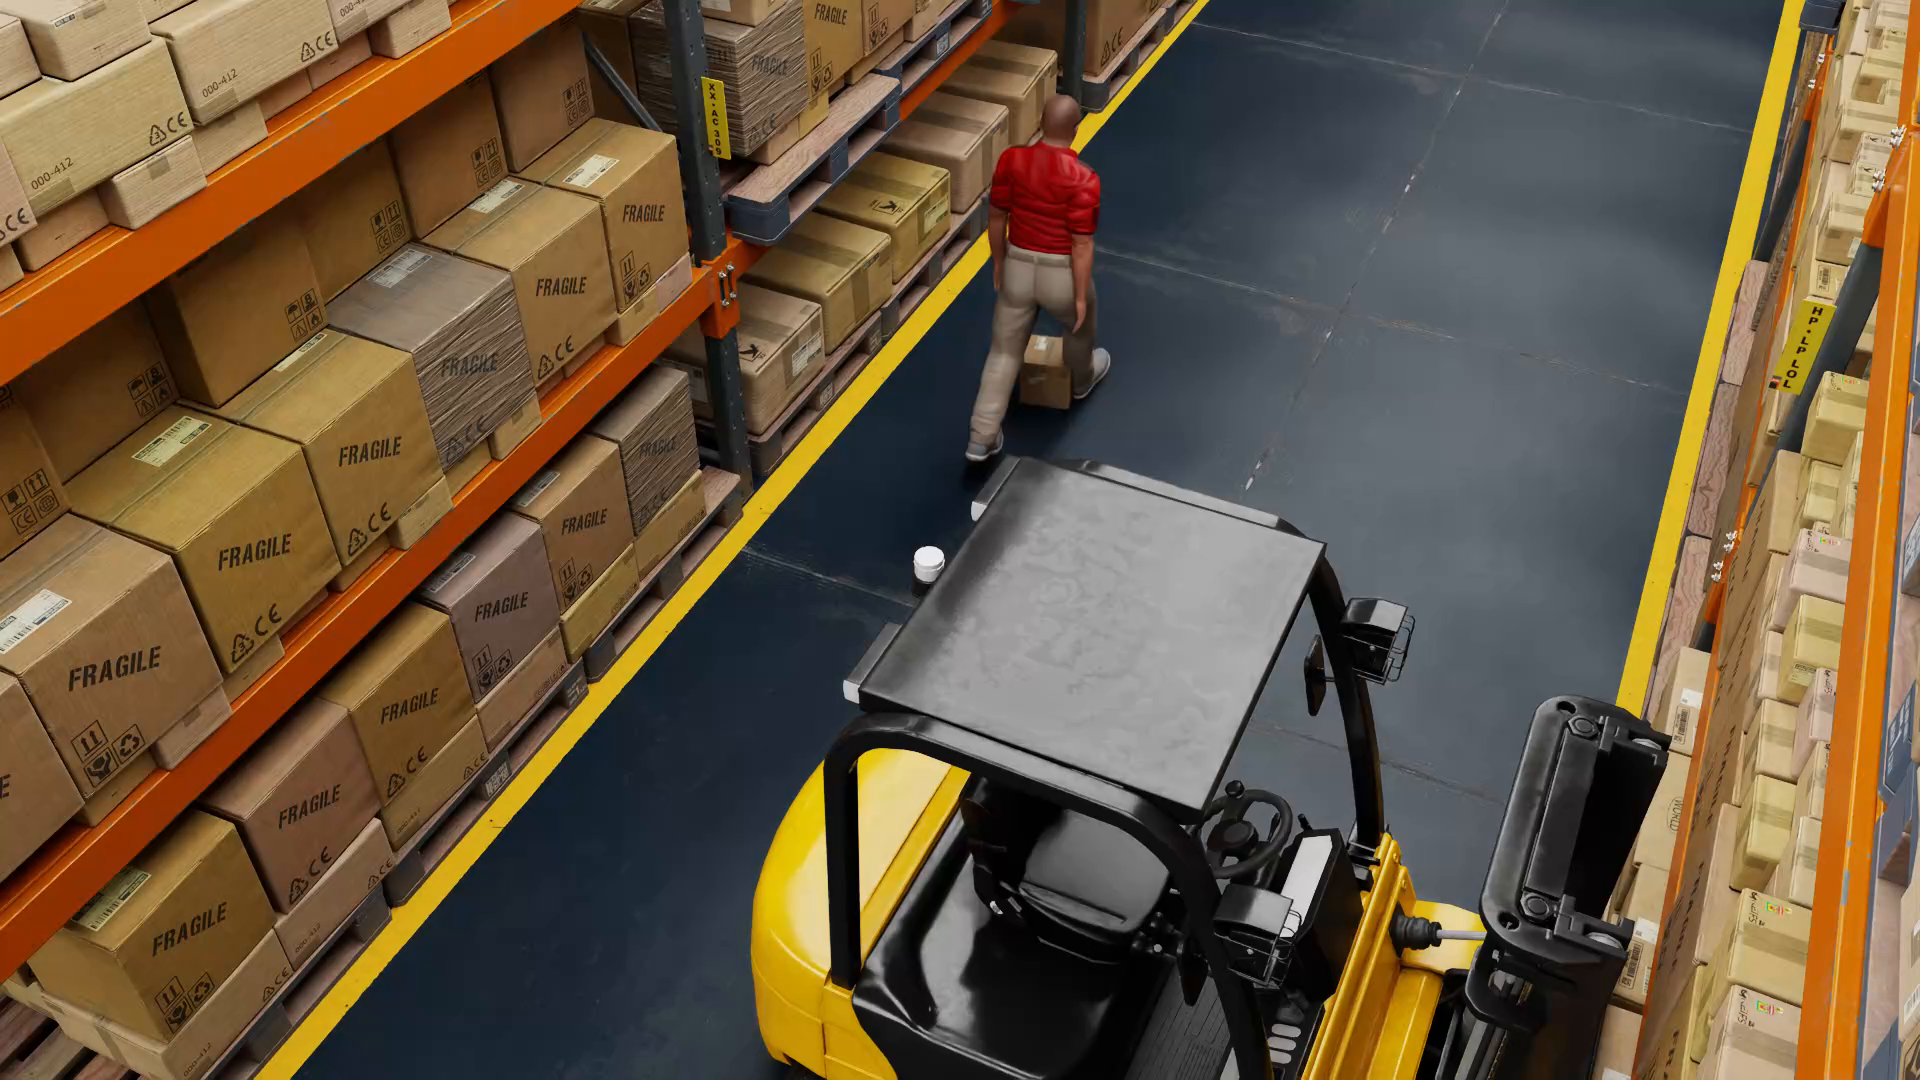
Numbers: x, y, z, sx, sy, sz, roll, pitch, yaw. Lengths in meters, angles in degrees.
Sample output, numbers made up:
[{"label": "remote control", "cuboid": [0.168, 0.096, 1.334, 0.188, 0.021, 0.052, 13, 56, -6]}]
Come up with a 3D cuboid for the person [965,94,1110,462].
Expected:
[{"label": "person", "cuboid": [0.356, -1.195, 7.547, 0.537, 1.667, 1.127, 16, 44, 18]}]
